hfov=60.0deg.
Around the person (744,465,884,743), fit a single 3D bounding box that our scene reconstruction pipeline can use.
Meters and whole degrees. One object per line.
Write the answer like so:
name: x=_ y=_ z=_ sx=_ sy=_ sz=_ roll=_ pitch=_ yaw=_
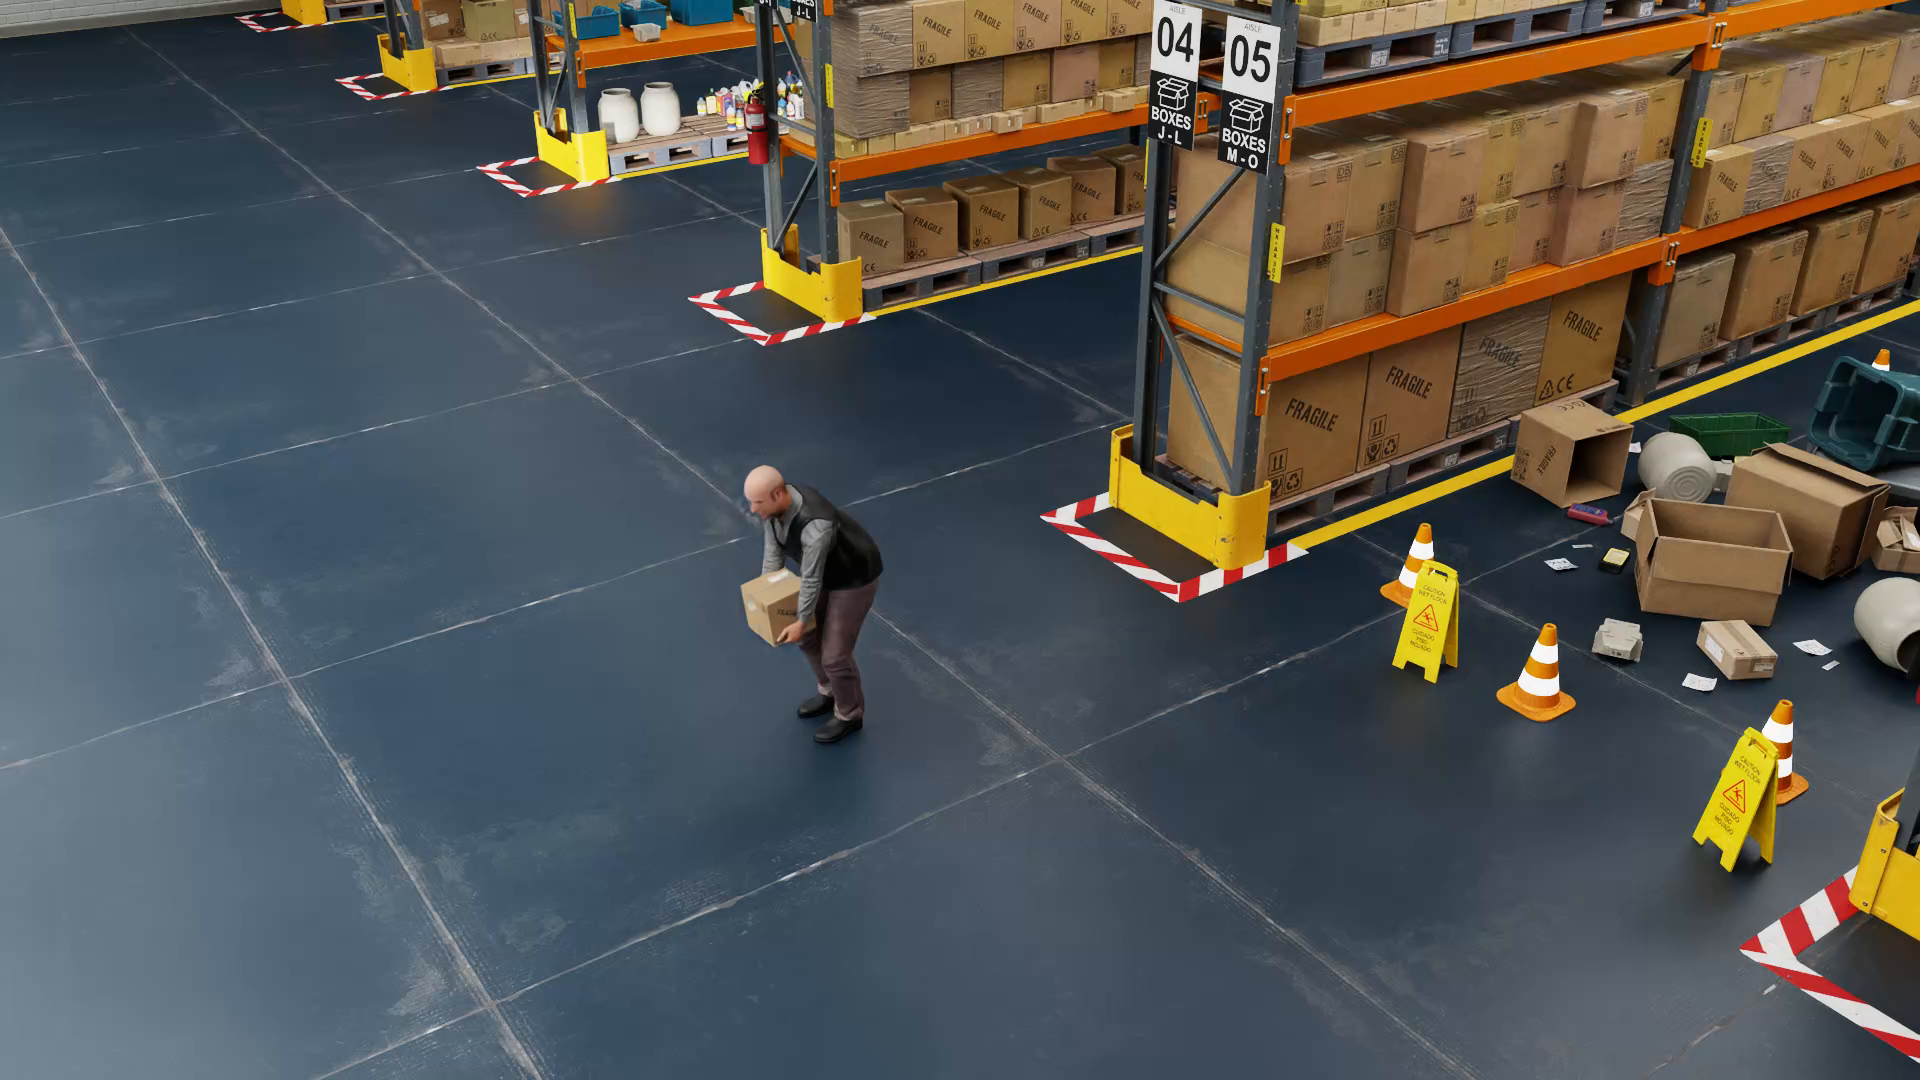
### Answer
person: x=-0.733 y=0.287 z=8.277 sx=0.678 sy=1.576 sz=0.474 roll=-19 pitch=34 yaw=-32
